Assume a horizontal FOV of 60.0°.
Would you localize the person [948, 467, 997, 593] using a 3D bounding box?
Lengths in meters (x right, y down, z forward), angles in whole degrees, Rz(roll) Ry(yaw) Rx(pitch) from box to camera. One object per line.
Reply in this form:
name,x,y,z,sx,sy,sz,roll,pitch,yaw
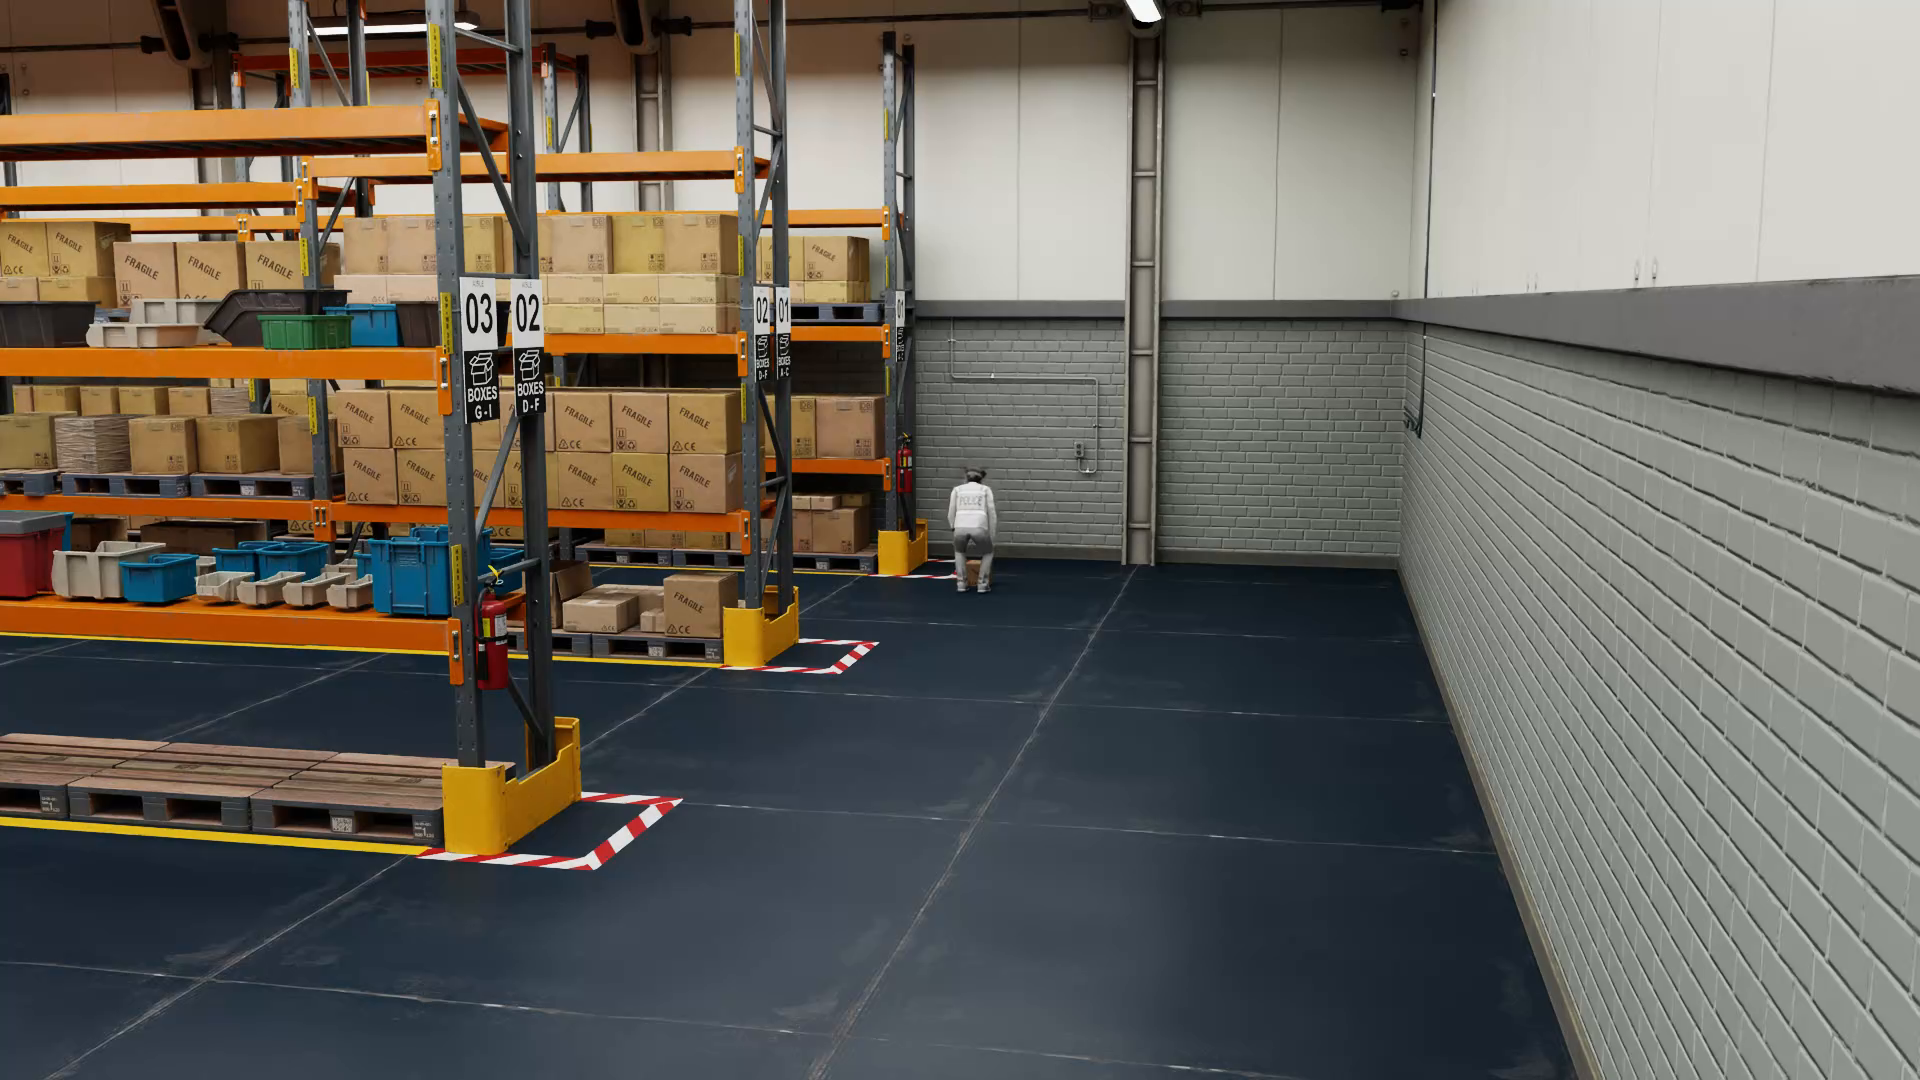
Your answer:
person,0.119,-0.105,17.815,0.534,1.320,0.739,2,8,11
